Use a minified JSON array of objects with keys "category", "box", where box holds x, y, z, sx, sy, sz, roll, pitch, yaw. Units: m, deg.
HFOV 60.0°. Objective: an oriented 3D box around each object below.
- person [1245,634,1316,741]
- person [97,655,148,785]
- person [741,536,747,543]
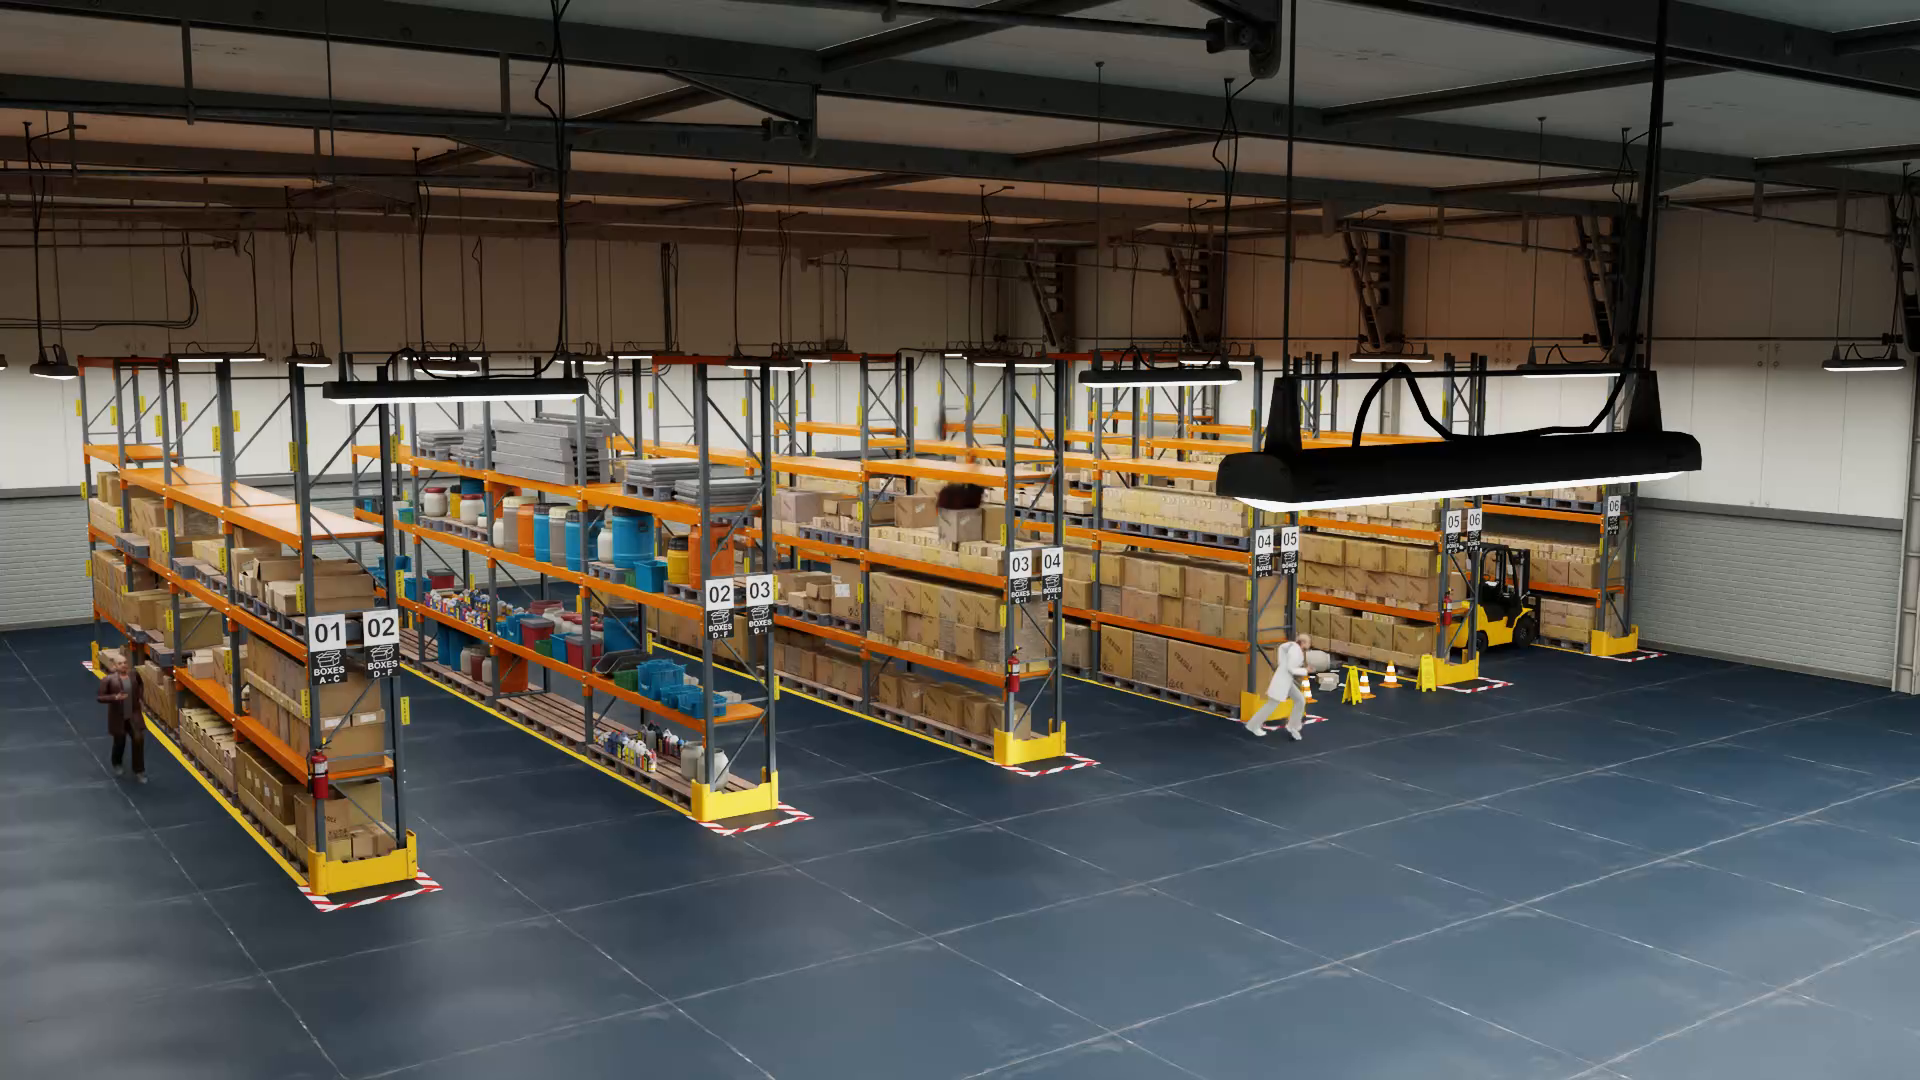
[{"category":"person","box":[5.071,2.339,26.316,1.076,1.757,0.752,2,7,13]},{"category":"person","box":[-11.974,2.552,23.814,0.696,1.828,0.915,-6,9,-42]},{"category":"person","box":[-5.253,0.757,39.288,0.818,1.705,0.669,-5,8,-34]}]
